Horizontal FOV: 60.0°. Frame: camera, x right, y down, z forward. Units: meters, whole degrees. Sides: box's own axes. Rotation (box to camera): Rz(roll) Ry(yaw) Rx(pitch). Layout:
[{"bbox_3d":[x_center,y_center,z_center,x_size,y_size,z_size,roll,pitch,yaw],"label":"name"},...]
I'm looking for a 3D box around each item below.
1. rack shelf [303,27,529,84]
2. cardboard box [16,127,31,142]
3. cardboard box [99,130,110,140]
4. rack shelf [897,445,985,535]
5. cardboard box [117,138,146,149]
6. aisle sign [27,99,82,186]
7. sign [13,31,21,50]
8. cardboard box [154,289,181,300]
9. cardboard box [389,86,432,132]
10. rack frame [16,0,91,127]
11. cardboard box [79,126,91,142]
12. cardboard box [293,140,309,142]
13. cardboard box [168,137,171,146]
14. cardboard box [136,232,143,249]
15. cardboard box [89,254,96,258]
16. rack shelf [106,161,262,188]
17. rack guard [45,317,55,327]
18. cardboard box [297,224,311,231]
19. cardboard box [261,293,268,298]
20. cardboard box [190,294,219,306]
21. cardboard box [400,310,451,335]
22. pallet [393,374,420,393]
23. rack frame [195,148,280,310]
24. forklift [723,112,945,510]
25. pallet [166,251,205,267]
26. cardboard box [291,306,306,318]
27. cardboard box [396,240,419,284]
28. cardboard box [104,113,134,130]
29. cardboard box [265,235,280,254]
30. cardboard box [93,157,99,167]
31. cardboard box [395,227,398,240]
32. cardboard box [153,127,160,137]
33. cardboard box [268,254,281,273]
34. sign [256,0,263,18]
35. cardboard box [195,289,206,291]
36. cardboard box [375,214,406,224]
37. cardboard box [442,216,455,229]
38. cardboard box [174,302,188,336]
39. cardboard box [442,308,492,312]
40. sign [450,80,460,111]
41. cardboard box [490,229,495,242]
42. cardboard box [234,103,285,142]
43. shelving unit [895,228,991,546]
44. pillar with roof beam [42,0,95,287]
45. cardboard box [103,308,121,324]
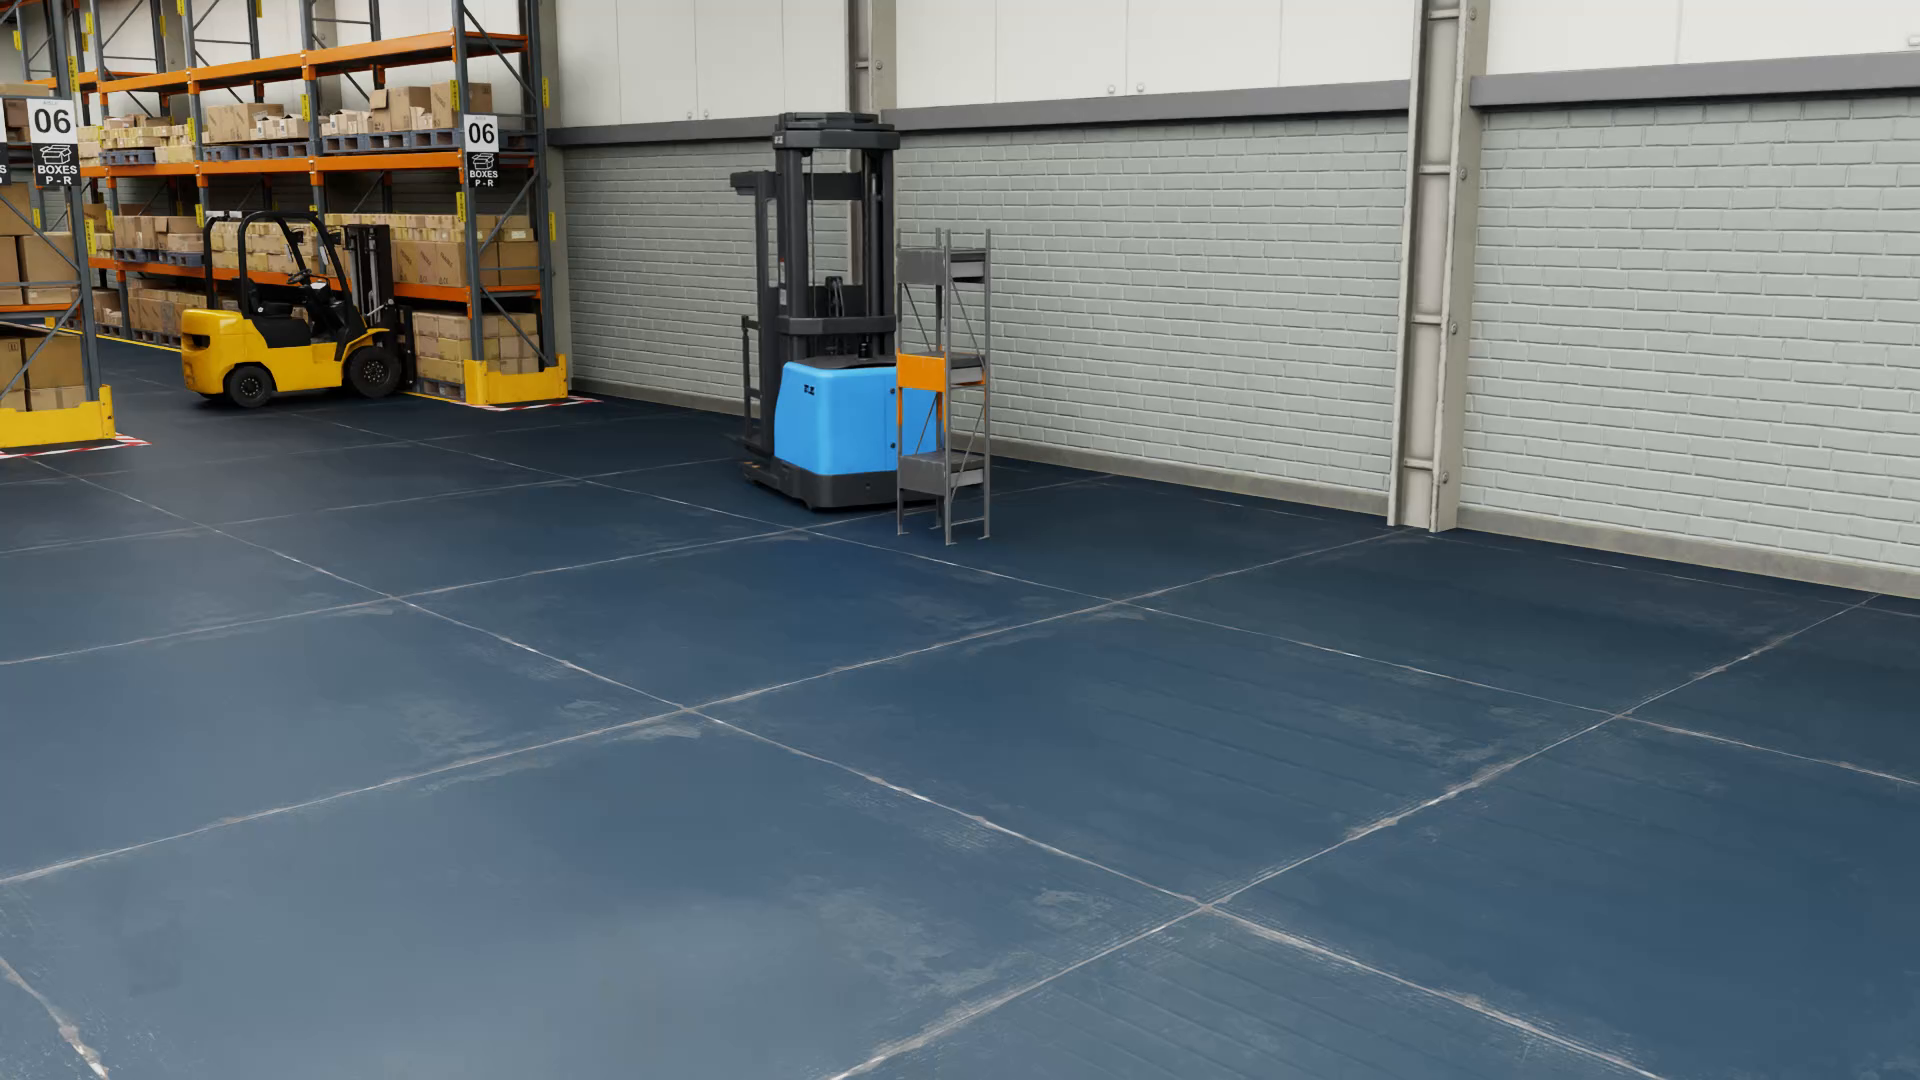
[{"bbox_3d":[-6.527,-5.778,19.930,1.077,0.370,4.000,-11,16,-43],"label":"rack shelf"},{"bbox_3d":[-8.727,-3.844,15.822,0.380,0.149,0.250,-11,16,-42],"label":"cardboard box"},{"bbox_3d":[-13.543,-6.489,26.638,0.380,0.149,0.250,-10,15,-41],"label":"cardboard box"},{"bbox_3d":[-0.114,-0.354,11.461,0.431,0.518,0.480,-11,16,-43],"label":"rack shelf"},{"bbox_3d":[-13.002,-6.234,26.138,0.380,0.149,0.250,-11,16,-42],"label":"cardboard box"},{"bbox_3d":[-8.466,-3.711,15.549,0.394,0.787,0.004,-11,16,-43],"label":"aisle sign"},{"bbox_3d":[-16.587,-8.790,29.265,0.100,0.325,0.005,-11,16,-43],"label":"sign"},{"bbox_3d":[-12.600,-3.912,26.511,0.380,0.149,0.250,-11,16,-43],"label":"cardboard box"},{"bbox_3d":[-6.262,-5.063,19.582,0.700,0.500,0.500,-11,16,-42],"label":"cardboard box"},{"bbox_3d":[-16.195,-8.369,29.734,1.000,3.000,0.127,-11,16,-43],"label":"rack frame"},{"bbox_3d":[-14.312,-6.746,27.686,0.500,0.250,0.500,-11,16,-43],"label":"cardboard box"},{"bbox_3d":[-9.145,-5.573,22.884,0.380,0.166,0.250,-11,16,-43],"label":"cardboard box"},{"bbox_3d":[-11.756,-6.029,25.190,0.380,0.149,0.250,-11,16,-42],"label":"cardboard box"},{"bbox_3d":[-12.751,-4.731,26.233,0.396,0.266,0.258,-10,15,-40],"label":"cardboard box"},{"bbox_3d":[-14.586,-4.881,28.290,0.380,0.149,0.250,-11,16,-43],"label":"cardboard box"},{"bbox_3d":[-12.051,-5.672,25.859,1.077,0.370,4.000,-11,16,-43],"label":"rack shelf"},{"bbox_3d":[-16.142,-4.196,30.538,1.175,0.500,0.348,-11,16,-43],"label":"rack guard"},{"bbox_3d":[-8.627,-4.144,22.234,0.380,0.149,0.250,-11,16,-43],"label":"cardboard box"},{"bbox_3d":[-10.805,-3.682,25.397,0.380,0.149,0.250,-10,15,-40],"label":"cardboard box"},{"bbox_3d":[-11.405,-3.635,25.168,0.250,0.149,0.380,11,16,42],"label":"cardboard box"},{"bbox_3d":[-6.402,-2.614,19.963,0.500,0.250,0.500,-11,16,-42],"label":"cardboard box"},{"bbox_3d":[-6.542,-2.014,20.664,1.003,0.211,1.213,-11,16,-43],"label":"pallet"},{"bbox_3d":[-10.670,-4.264,24.672,1.000,3.000,0.127,-11,16,-43],"label":"rack frame"},{"bbox_3d":[-1.184,-1.917,13.453,1.130,2.935,3.031,-5,13,-24],"label":"forklift"},{"bbox_3d":[-11.189,-4.259,25.124,1.213,0.211,1.003,-11,16,-43],"label":"pallet"},{"bbox_3d":[-8.807,-2.911,22.953,0.875,0.625,0.625,-11,16,-43],"label":"cardboard box"},{"bbox_3d":[-6.381,-3.332,19.903,0.500,0.500,0.500,-11,16,-44],"label":"cardboard box"},{"bbox_3d":[-13.477,-6.704,26.655,0.396,0.266,0.258,-11,16,-43],"label":"cardboard box"},{"bbox_3d":[-9.141,-4.037,22.704,0.500,0.250,0.500,-10,16,-41],"label":"cardboard box"},{"bbox_3d":[-14.061,-6.241,27.459,0.380,0.149,0.250,-11,16,-43],"label":"cardboard box"},{"bbox_3d":[-6.598,-3.707,20.116,0.380,0.149,0.250,-11,16,-43],"label":"cardboard box"},{"bbox_3d":[-12.018,-6.198,25.277,0.380,0.149,0.250,-11,16,-42],"label":"cardboard box"},{"bbox_3d":[-9.117,-3.793,22.759,0.500,0.250,0.500,-11,16,-42],"label":"cardboard box"},{"bbox_3d":[-10.271,-7.815,24.335,0.100,0.325,0.005,-11,16,-43],"label":"sign"},{"bbox_3d":[-12.045,-3.950,26.696,0.380,0.149,0.250,-11,16,-42],"label":"cardboard box"},{"bbox_3d":[-6.955,-3.927,20.448,0.380,0.149,0.250,-11,16,-43],"label":"cardboard box"},{"bbox_3d":[-5.738,-3.663,19.164,0.380,0.149,0.250,-11,16,-42],"label":"cardboard box"},{"bbox_3d":[-11.819,-3.427,25.767,0.500,0.500,0.500,-10,15,-40],"label":"cardboard box"},{"bbox_3d":[-6.026,-2.688,20.321,0.500,0.250,0.500,-11,16,-43],"label":"cardboard box"},{"bbox_3d":[-5.548,-4.886,18.264,0.100,0.325,0.005,-11,16,-43],"label":"sign"},{"bbox_3d":[-5.409,-3.575,19.477,0.380,0.149,0.250,-11,16,-43],"label":"cardboard box"},{"bbox_3d":[-9.643,-5.748,22.908,0.500,0.500,0.500,-10,16,-41],"label":"cardboard box"},{"bbox_3d":[-0.114,-1.053,11.317,0.431,2.100,0.503,-11,16,-43],"label":"shelving unit"},{"bbox_3d":[-20.519,-8.289,29.342,9.100,9.000,0.548,-11,16,-43],"label":"pillar with roof beam"},{"bbox_3d":[-14.276,-3.806,28.188,0.396,0.266,0.258,-10,15,-41],"label":"cardboard box"}]
